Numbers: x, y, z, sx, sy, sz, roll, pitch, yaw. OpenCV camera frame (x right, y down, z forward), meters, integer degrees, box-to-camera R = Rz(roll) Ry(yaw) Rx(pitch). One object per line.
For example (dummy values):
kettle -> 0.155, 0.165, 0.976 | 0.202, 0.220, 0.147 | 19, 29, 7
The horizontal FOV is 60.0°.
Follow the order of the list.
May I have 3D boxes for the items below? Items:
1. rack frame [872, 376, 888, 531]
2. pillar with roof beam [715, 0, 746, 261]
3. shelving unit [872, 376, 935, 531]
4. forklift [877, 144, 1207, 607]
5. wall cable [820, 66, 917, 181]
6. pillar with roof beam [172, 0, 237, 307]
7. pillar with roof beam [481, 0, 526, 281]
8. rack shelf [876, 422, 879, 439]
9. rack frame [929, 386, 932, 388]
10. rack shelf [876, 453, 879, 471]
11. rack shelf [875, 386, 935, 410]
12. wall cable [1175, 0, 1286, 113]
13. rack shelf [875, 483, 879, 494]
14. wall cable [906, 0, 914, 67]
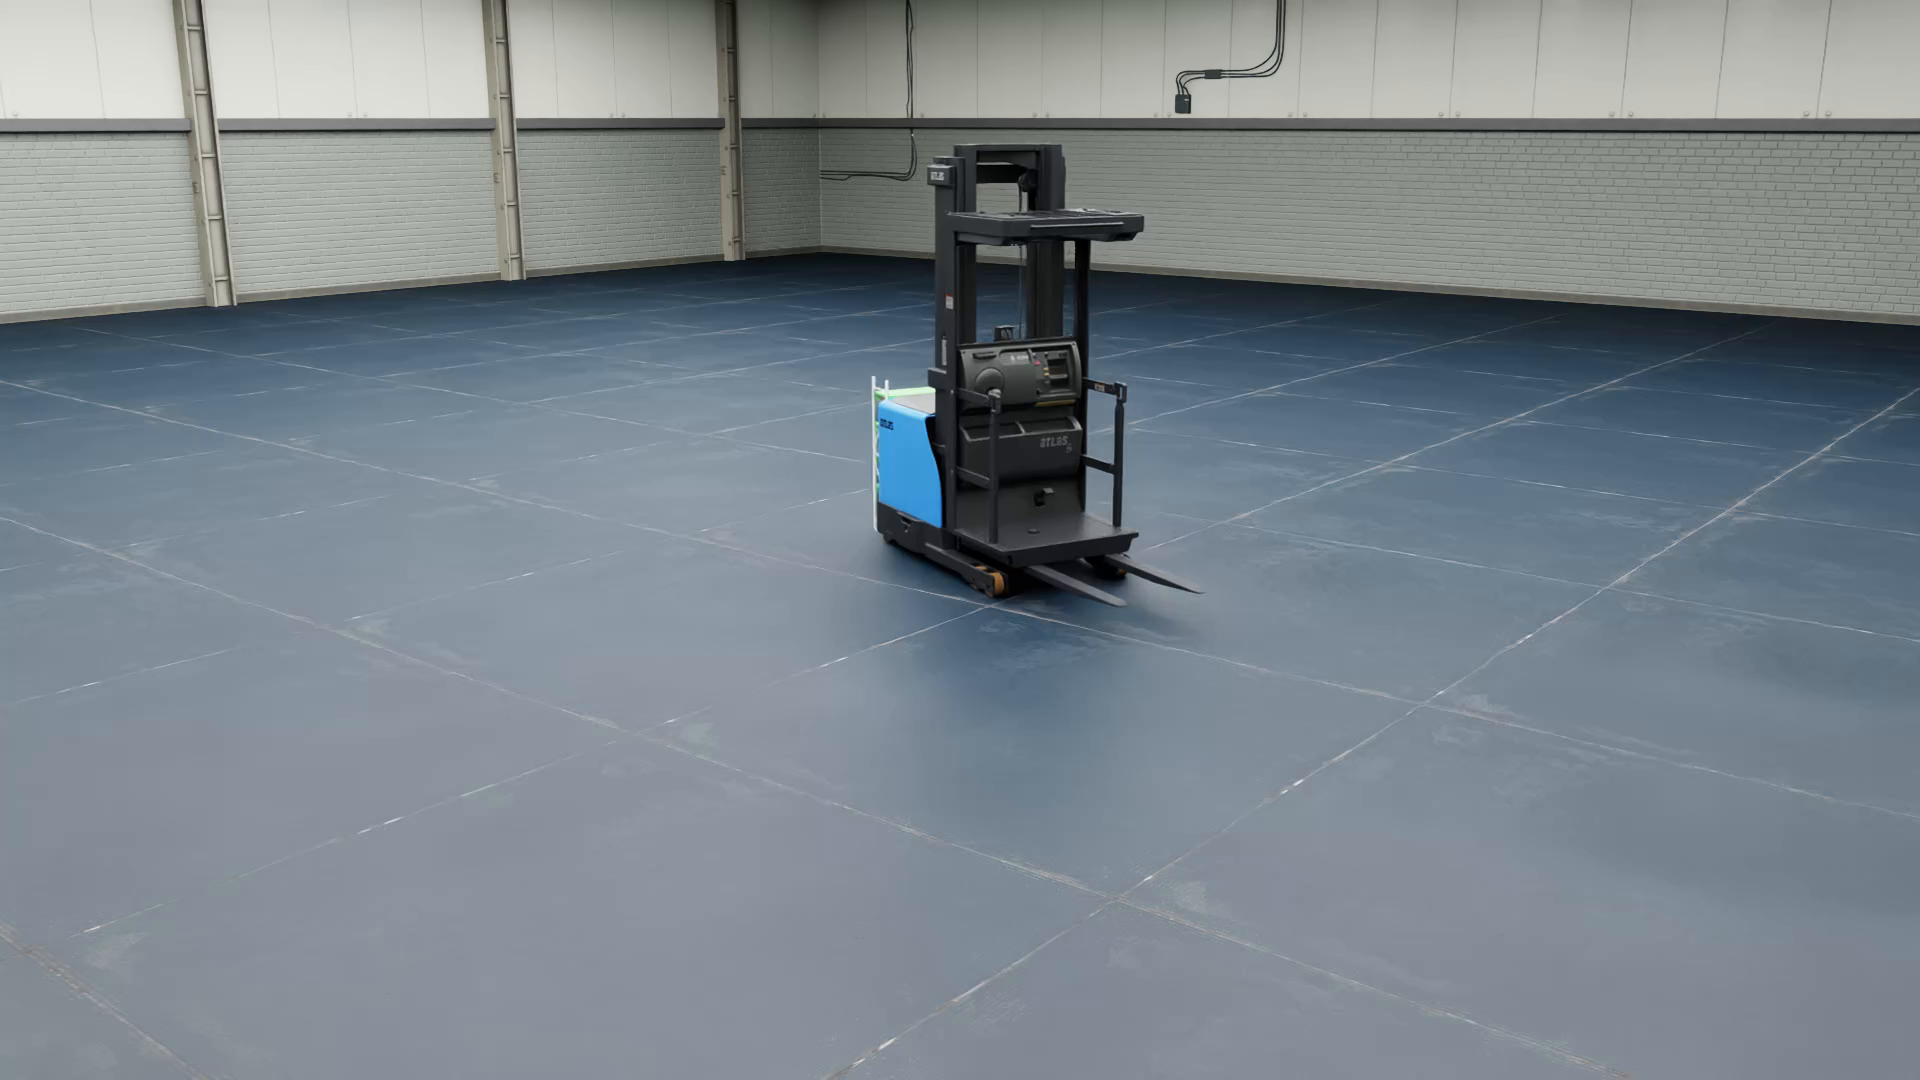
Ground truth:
rack frame -> -0.604, -0.640, 12.707 | 0.015, 1.200, 0.240 | -8, 16, -28
pillar with roof beam -> -1.730, -10.005, 33.732 | 9.100, 9.000, 0.400 | 11, 18, 38
shelving unit -> -0.391, -0.670, 12.823 | 0.503, 1.200, 0.258 | -8, 16, -28
forklift -> 0.528, -1.167, 11.266 | 1.130, 2.935, 3.031 | -8, 16, -28
wall cable -> -2.198, -9.526, 38.152 | 3.097, 2.526, 0.112 | 11, 18, 38
pillar with roof beam -> -9.272, -7.707, 24.685 | 9.100, 9.000, 0.400 | 11, 18, 38
pillar with roof beam -> -5.501, -8.856, 29.208 | 9.100, 9.000, 0.400 | 11, 18, 38
rack shelf -> -0.391, -0.841, 12.780 | 0.480, 0.148, 0.258 | -8, 16, -28
rack frame -> -0.179, -0.699, 12.939 | 0.015, 1.200, 0.240 | -8, 16, -28
rack shelf -> -0.391, -0.608, 12.839 | 0.480, 0.148, 0.258 | -8, 16, -28
rack shelf -> -0.391, -1.073, 12.721 | 0.480, 0.148, 0.258 | -8, 16, -28
wall cable -> 5.176, -11.207, 31.556 | 2.305, 6.003, 0.169 | 11, 18, 38
rack shelf -> -0.391, -0.375, 12.898 | 0.480, 0.148, 0.258 | -8, 16, -28
wall cable -> -0.094, -11.555, 35.882 | 3.097, 2.526, 0.112 | 11, 18, 38
